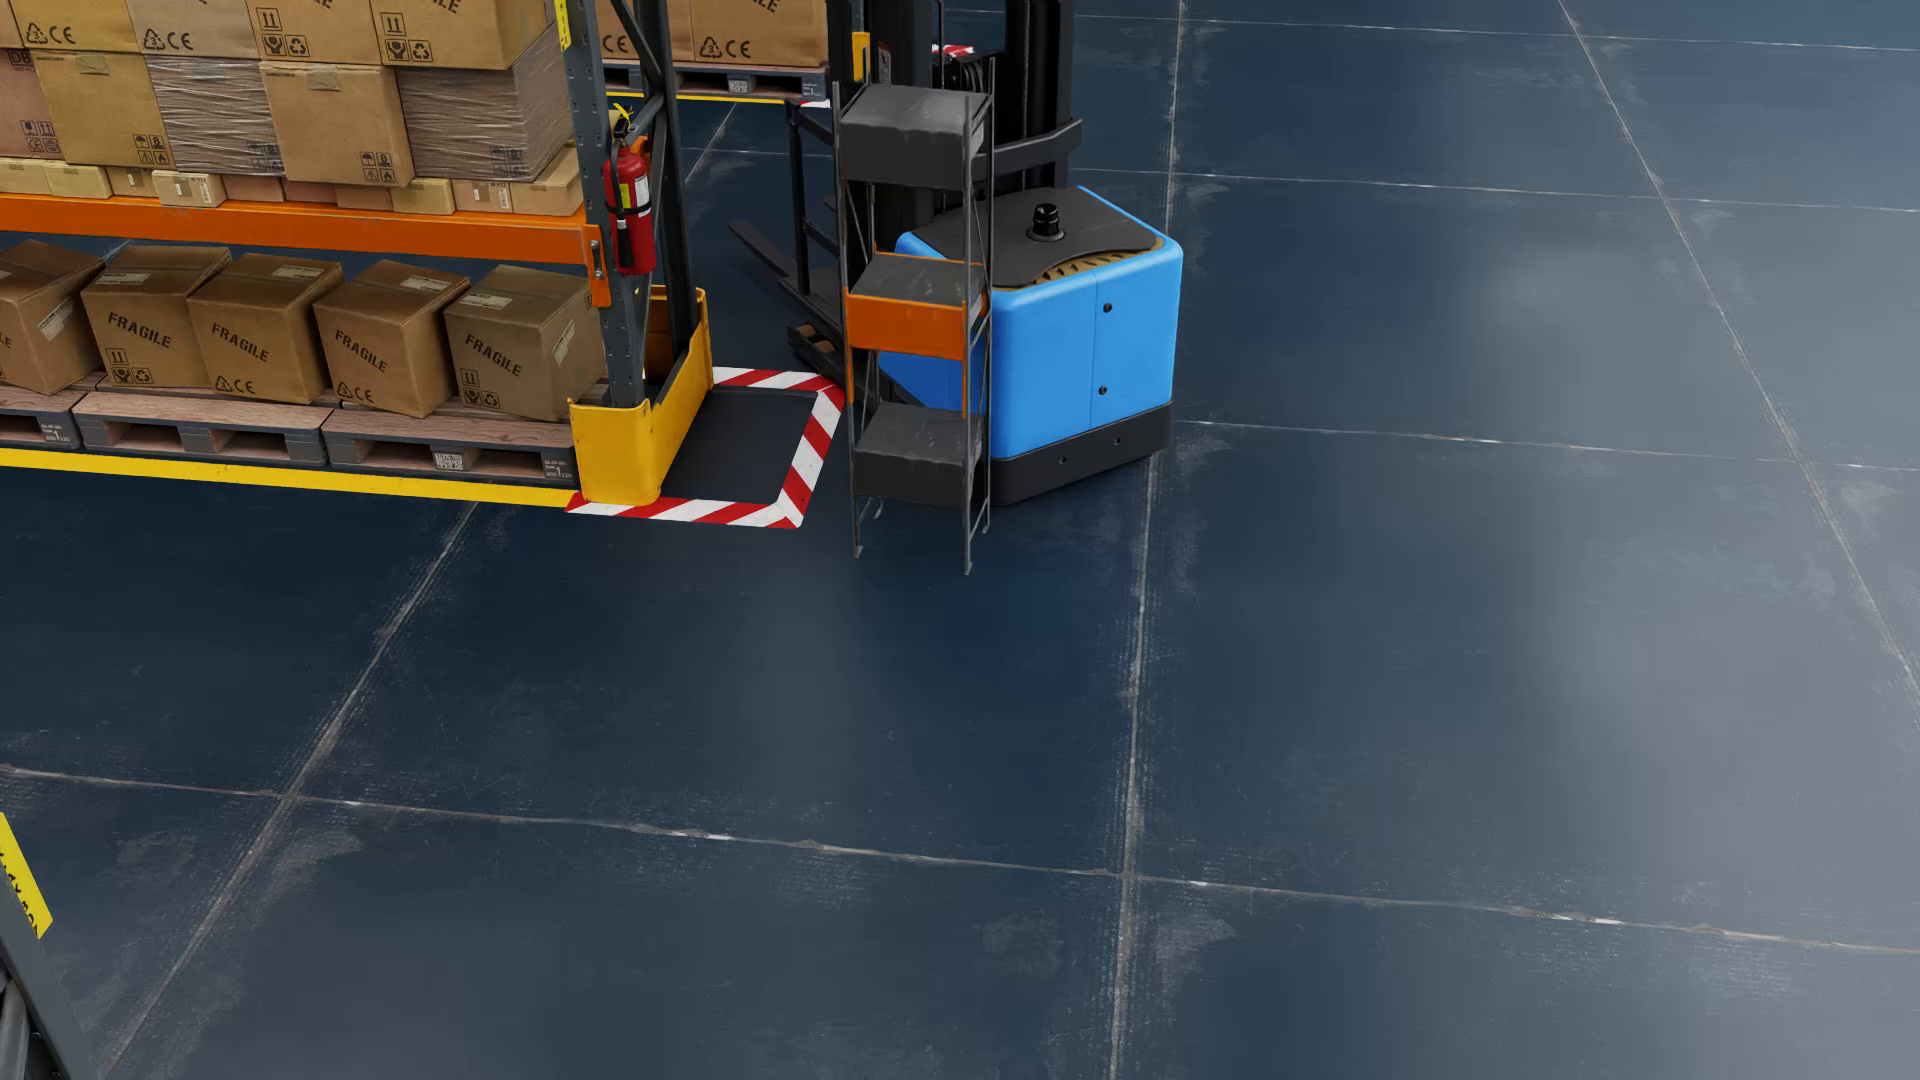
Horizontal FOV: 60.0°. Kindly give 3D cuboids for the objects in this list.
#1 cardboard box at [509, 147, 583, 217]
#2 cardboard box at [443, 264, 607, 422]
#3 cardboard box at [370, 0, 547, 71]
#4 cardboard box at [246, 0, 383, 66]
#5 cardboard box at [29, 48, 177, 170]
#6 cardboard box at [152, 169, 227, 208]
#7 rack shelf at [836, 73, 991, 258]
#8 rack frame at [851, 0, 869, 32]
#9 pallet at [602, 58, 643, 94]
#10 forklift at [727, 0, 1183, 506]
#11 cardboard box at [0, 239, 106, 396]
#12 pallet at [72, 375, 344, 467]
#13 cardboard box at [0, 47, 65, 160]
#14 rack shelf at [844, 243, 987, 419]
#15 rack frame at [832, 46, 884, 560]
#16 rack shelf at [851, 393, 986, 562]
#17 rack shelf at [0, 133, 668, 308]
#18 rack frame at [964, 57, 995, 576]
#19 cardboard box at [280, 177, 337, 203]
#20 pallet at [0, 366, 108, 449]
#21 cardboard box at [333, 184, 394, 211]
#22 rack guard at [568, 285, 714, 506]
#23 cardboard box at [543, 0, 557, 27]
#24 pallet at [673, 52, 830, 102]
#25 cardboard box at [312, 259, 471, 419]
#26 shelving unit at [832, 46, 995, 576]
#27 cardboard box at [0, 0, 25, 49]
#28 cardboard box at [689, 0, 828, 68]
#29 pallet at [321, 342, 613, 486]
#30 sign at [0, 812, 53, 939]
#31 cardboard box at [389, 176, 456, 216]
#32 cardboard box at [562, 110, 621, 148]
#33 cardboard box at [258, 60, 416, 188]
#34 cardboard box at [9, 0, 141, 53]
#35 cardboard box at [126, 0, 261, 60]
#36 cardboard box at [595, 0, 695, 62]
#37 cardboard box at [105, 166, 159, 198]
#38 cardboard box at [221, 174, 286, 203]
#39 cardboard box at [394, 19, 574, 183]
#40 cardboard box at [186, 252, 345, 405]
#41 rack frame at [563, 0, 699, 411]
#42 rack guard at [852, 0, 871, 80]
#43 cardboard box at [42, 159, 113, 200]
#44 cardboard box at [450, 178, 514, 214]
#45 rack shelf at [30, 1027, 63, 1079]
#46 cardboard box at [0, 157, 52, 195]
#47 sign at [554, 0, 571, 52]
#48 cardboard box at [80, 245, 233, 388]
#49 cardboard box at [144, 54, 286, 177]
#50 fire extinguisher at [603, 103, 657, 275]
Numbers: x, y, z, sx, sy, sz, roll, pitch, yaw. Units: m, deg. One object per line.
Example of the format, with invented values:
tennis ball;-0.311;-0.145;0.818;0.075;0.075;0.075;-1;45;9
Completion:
cardboard box;-1.706;-1.512;7.003;0.250;0.149;0.380;4;36;6
cardboard box;-2.014;-0.922;7.749;0.500;0.500;0.500;11;37;15
cardboard box;-1.974;-2.179;6.519;0.500;0.500;0.500;4;36;6
cardboard box;-2.471;-2.213;6.566;0.500;0.500;0.500;4;36;6
cardboard box;-3.435;-2.004;7.134;0.500;0.500;0.875;4;36;6
cardboard box;-3.207;-1.563;7.074;0.250;0.149;0.380;4;36;6
rack shelf;-0.163;-1.407;6.232;0.480;0.518;0.431;8;36;12
rack frame;-0.665;-4.563;11.061;0.127;3.000;1.000;4;36;6
pallet;-2.675;-3.533;12.019;1.213;0.211;1.003;4;36;6
forklift;-0.224;-2.167;7.764;1.130;2.935;3.031;-20;40;-26
cardboard box;-4.404;-1.071;7.959;0.500;0.500;0.500;16;38;21
pallet;-3.481;-0.755;8.126;1.213;0.211;1.003;4;36;6
cardboard box;-3.926;-2.065;7.219;0.500;0.500;0.875;4;36;6
rack shelf;-0.162;-0.837;6.639;0.480;0.518;0.431;8;36;12
rack frame;-0.399;-0.883;6.680;0.015;2.100;0.400;8;36;12
rack shelf;-0.162;-0.268;7.046;0.480;0.518;0.431;8;36;12
rack shelf;-3.381;-1.567;7.483;4.000;0.370;1.077;4;36;6
rack frame;0.074;-0.814;6.582;0.015;2.100;0.400;8;36;12
cardboard box;-2.697;-1.590;7.111;0.250;0.149;0.380;4;36;6
pallet;-4.694;-0.844;8.251;1.213;0.211;1.003;4;36;6
cardboard box;-2.455;-1.547;7.052;0.250;0.149;0.380;4;36;6
rack guard;-1.473;-0.700;7.801;0.348;0.500;1.175;4;36;6
cardboard box;-1.908;-2.479;6.938;0.500;0.500;0.500;4;36;6
pallet;-1.468;-3.442;11.891;1.213;0.211;1.003;4;36;6
cardboard box;-2.612;-0.946;7.784;0.500;0.500;0.500;14;38;18
shelving unit;-0.162;-0.849;6.631;0.503;2.100;0.431;8;36;12
cardboard box;-3.959;-2.324;6.721;0.500;0.500;0.500;4;36;6
cardboard box;-1.346;-3.881;11.573;0.875;0.875;0.875;4;36;6
pallet;-2.274;-0.663;7.998;1.213;0.211;1.003;4;36;6
sign;-1.954;0.712;3.432;0.005;0.325;0.100;4;36;6
cardboard box;-2.209;-1.520;7.014;0.250;0.149;0.380;4;36;6
cardboard box;-1.650;-1.768;7.362;0.250;0.149;0.380;4;36;6
cardboard box;-2.450;-1.898;6.986;0.500;0.500;0.875;4;36;6
cardboard box;-3.461;-2.293;6.678;0.500;0.500;0.500;4;36;6
cardboard box;-2.967;-2.251;6.620;0.500;0.500;0.500;4;36;6
cardboard box;-2.219;-3.945;11.663;0.875;0.875;0.875;4;36;5
cardboard box;-3.446;-1.621;7.156;0.250;0.149;0.380;4;36;6
cardboard box;-2.948;-1.595;7.119;0.250;0.149;0.380;4;36;6
cardboard box;-1.939;-1.930;7.031;0.500;0.500;0.875;4;36;6
cardboard box;-3.230;-1.003;7.864;0.500;0.500;0.500;7;36;10
rack frame;-1.397;-1.712;7.067;0.127;3.000;1.000;4;36;6
rack guard;-0.641;-3.543;11.785;0.348;0.500;1.175;4;36;6
cardboard box;-3.700;-1.613;7.145;0.250;0.149;0.380;4;36;6
cardboard box;-1.954;-1.531;7.029;0.250;0.149;0.380;4;36;6
rack shelf;-4.012;1.286;3.485;4.000;0.370;1.077;4;36;6
cardboard box;-3.947;-1.638;7.180;0.250;0.149;0.380;4;36;6
sign;-1.488;-1.994;6.193;0.005;0.325;0.100;4;36;6
cardboard box;-3.778;-1.070;7.958;0.500;0.500;0.500;1;36;2
cardboard box;-2.941;-1.960;7.072;0.500;0.500;0.875;4;36;6
fire extinguisher;-1.342;-1.407;6.706;0.183;0.674;0.296;4;36;6
